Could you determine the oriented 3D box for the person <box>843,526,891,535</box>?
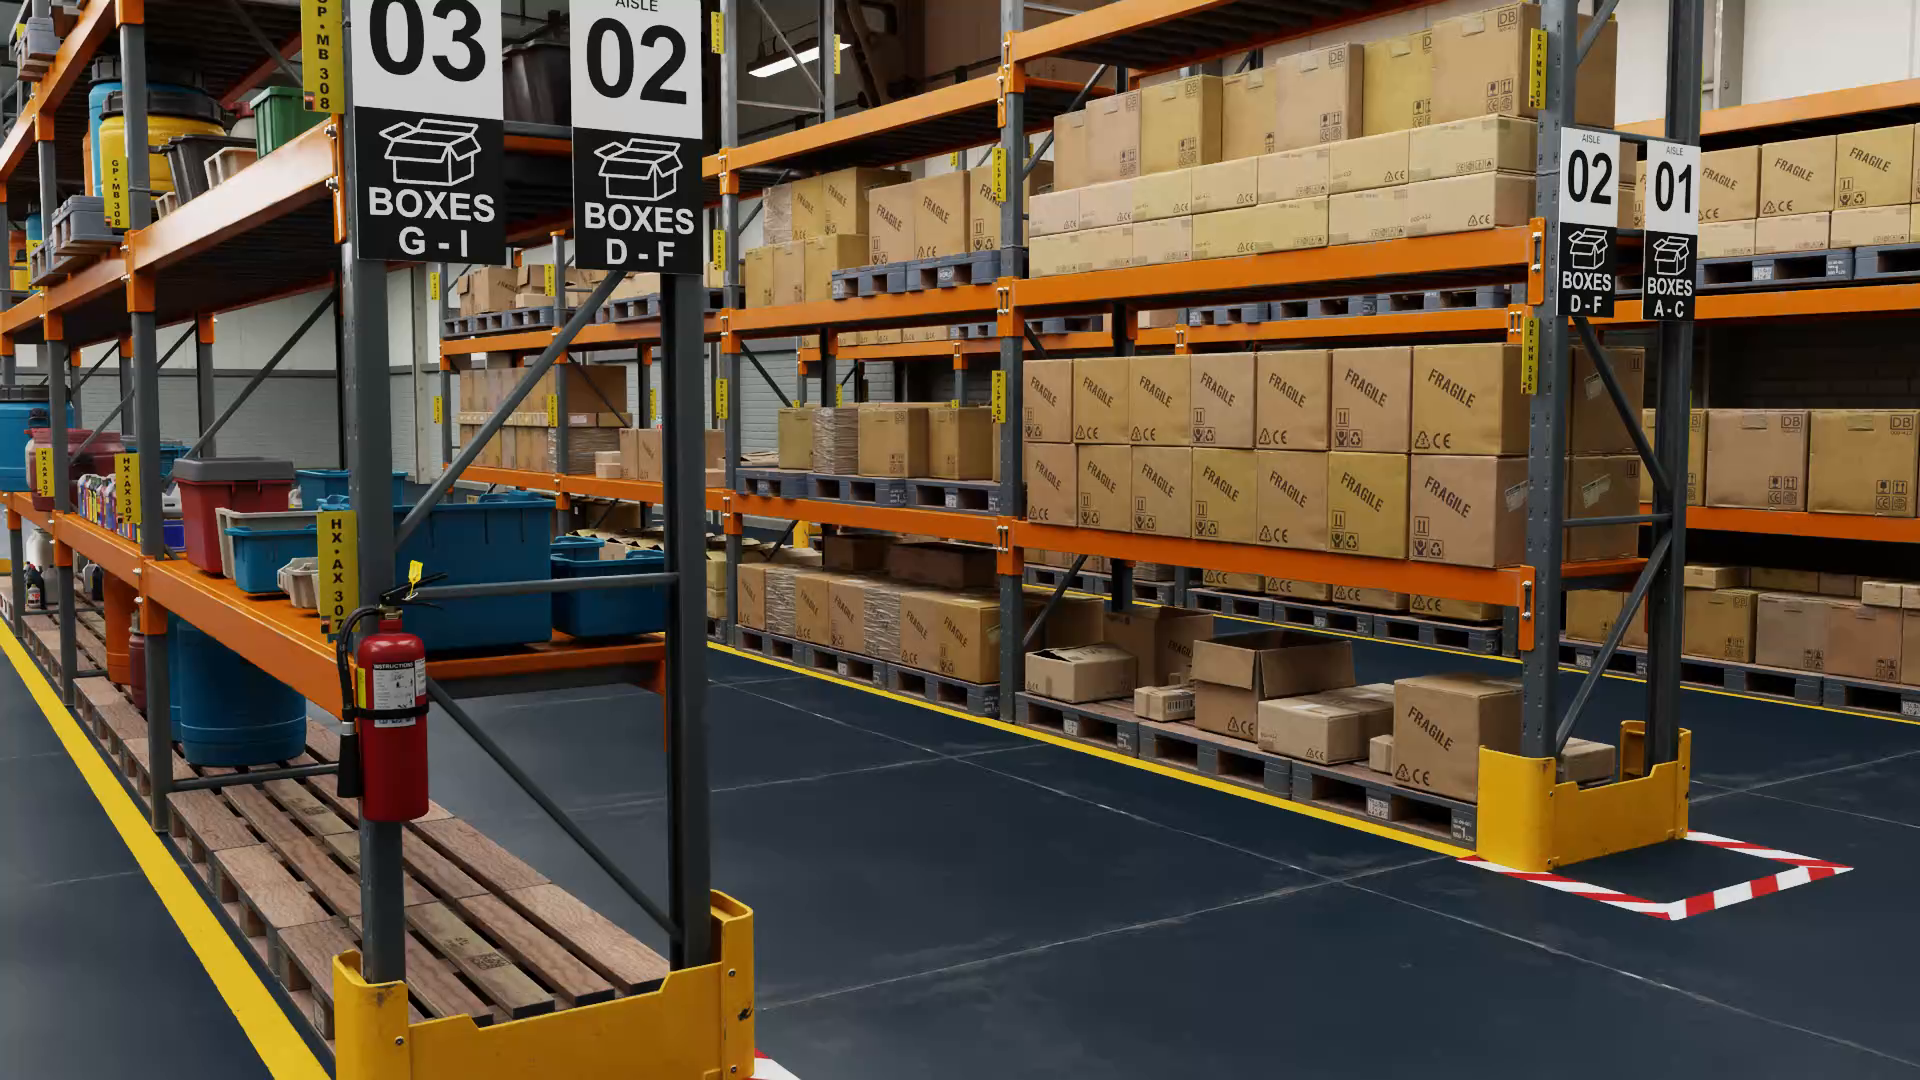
[{"bbox_3d":[-0.877,-0.151,15.973,0.558,1.771,0.528,-3,6,-34],"label":"person"}]
